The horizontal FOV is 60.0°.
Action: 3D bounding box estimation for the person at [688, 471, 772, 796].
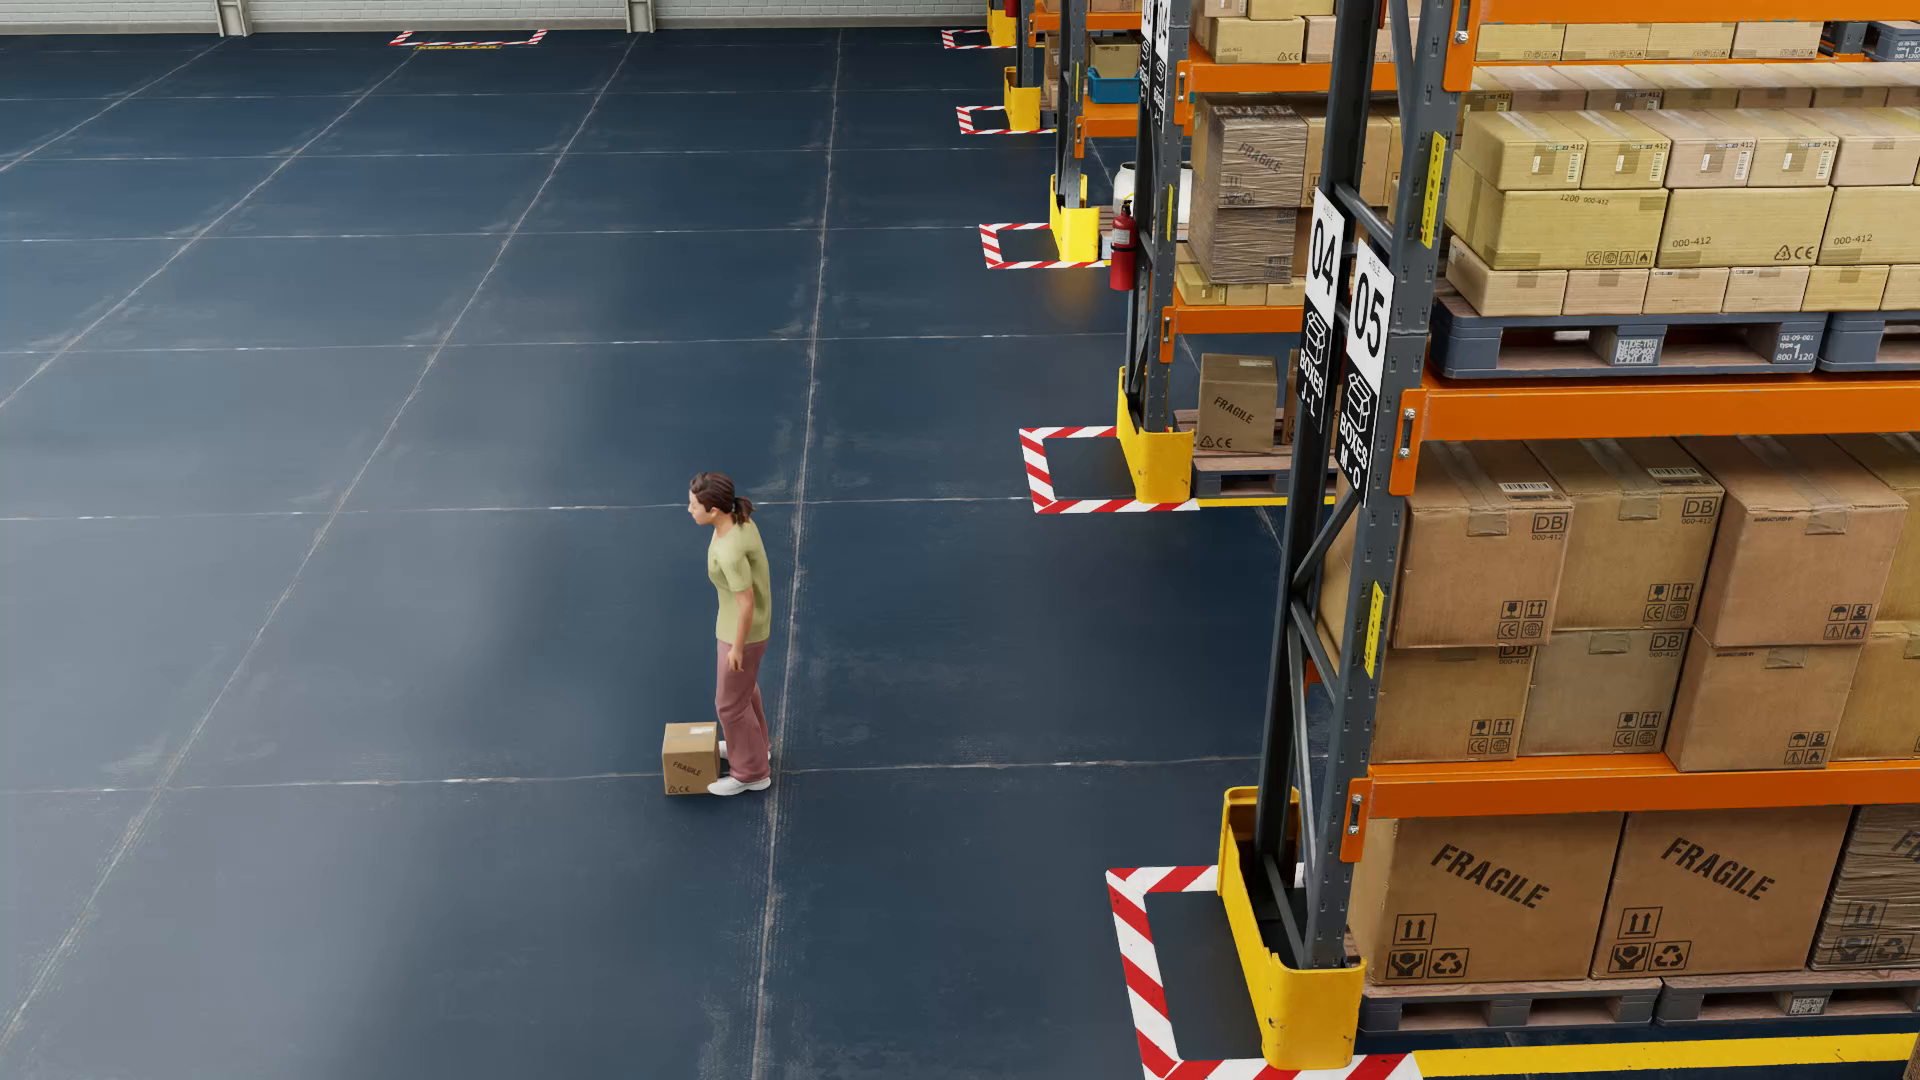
[{"bbox_3d":[-1.059,0.441,7.818,0.361,1.638,0.502,-2,28,-5],"label":"person"}]
